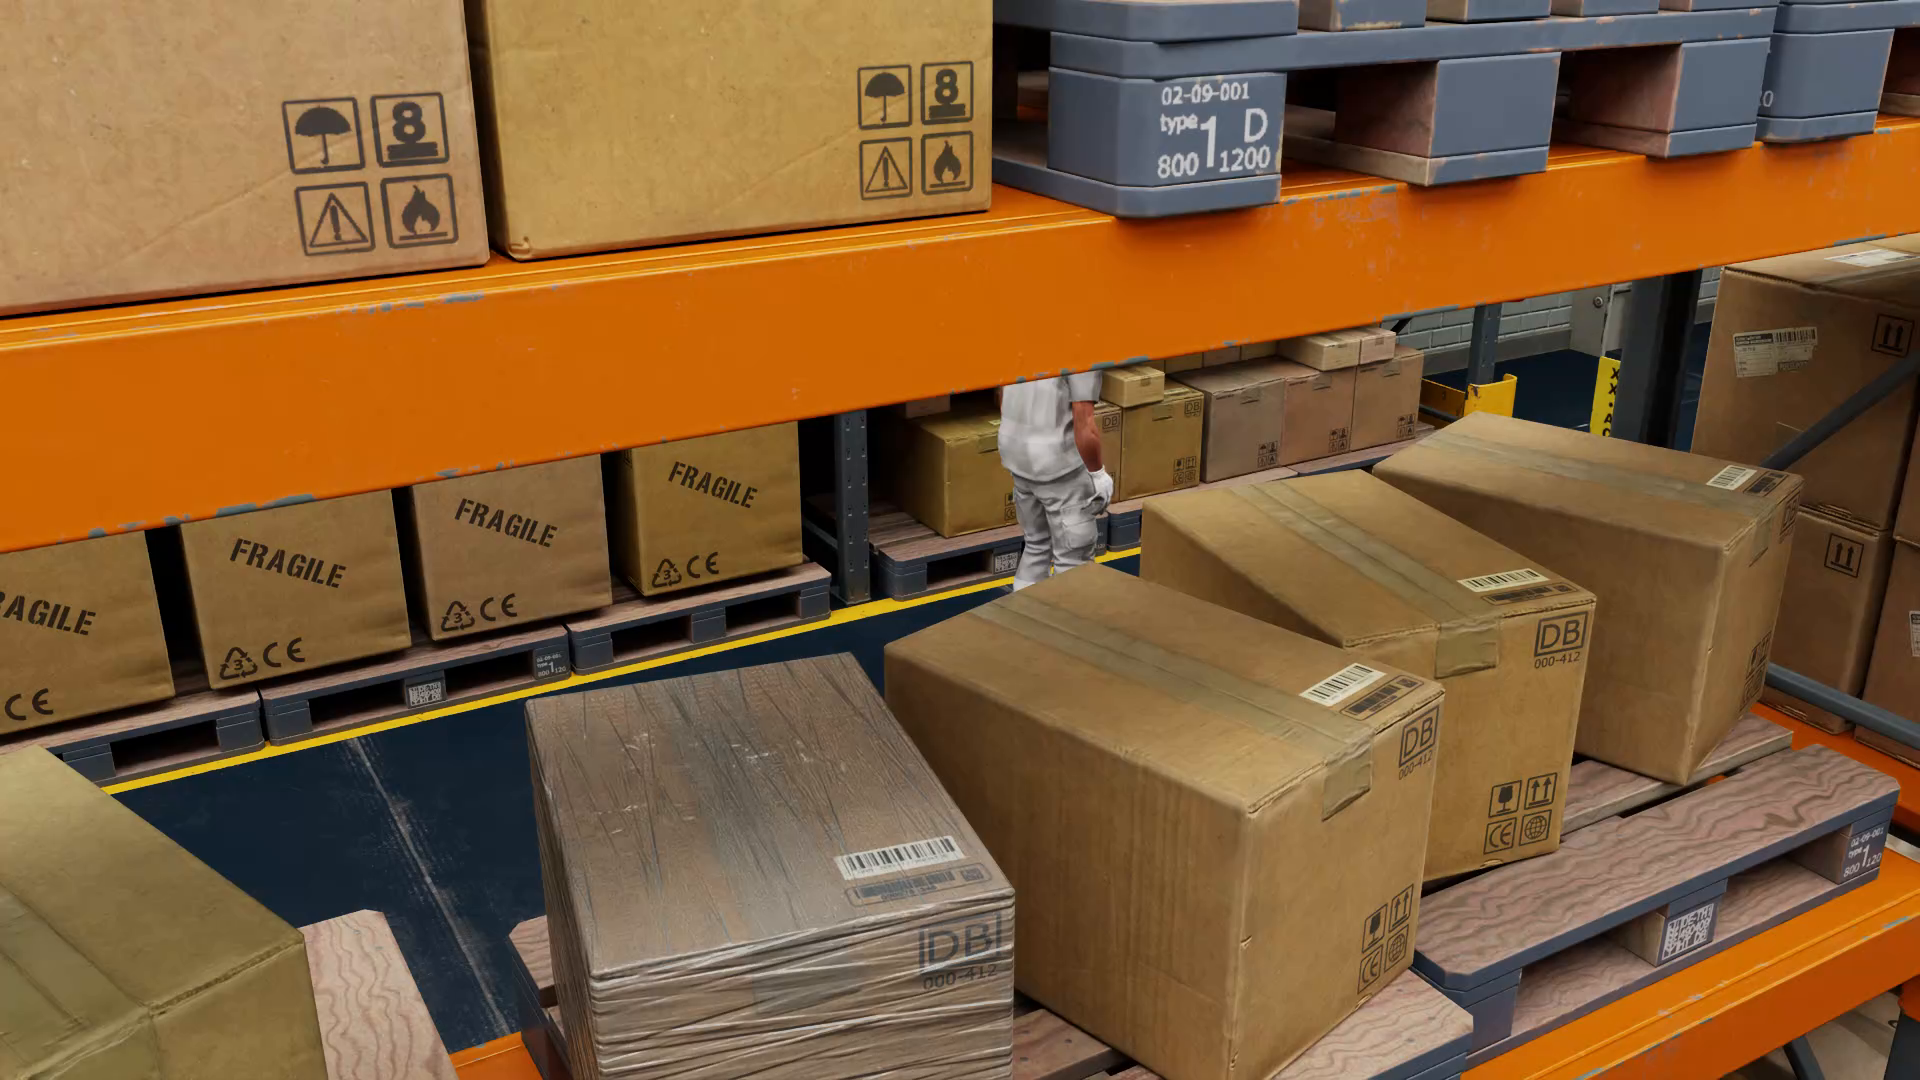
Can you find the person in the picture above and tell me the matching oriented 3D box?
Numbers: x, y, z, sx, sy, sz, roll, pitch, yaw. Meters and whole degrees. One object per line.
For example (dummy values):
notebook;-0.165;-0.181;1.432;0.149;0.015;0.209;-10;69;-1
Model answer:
person;0.398;-0.311;6.854;0.452;1.779;0.618;-14;26;-32
